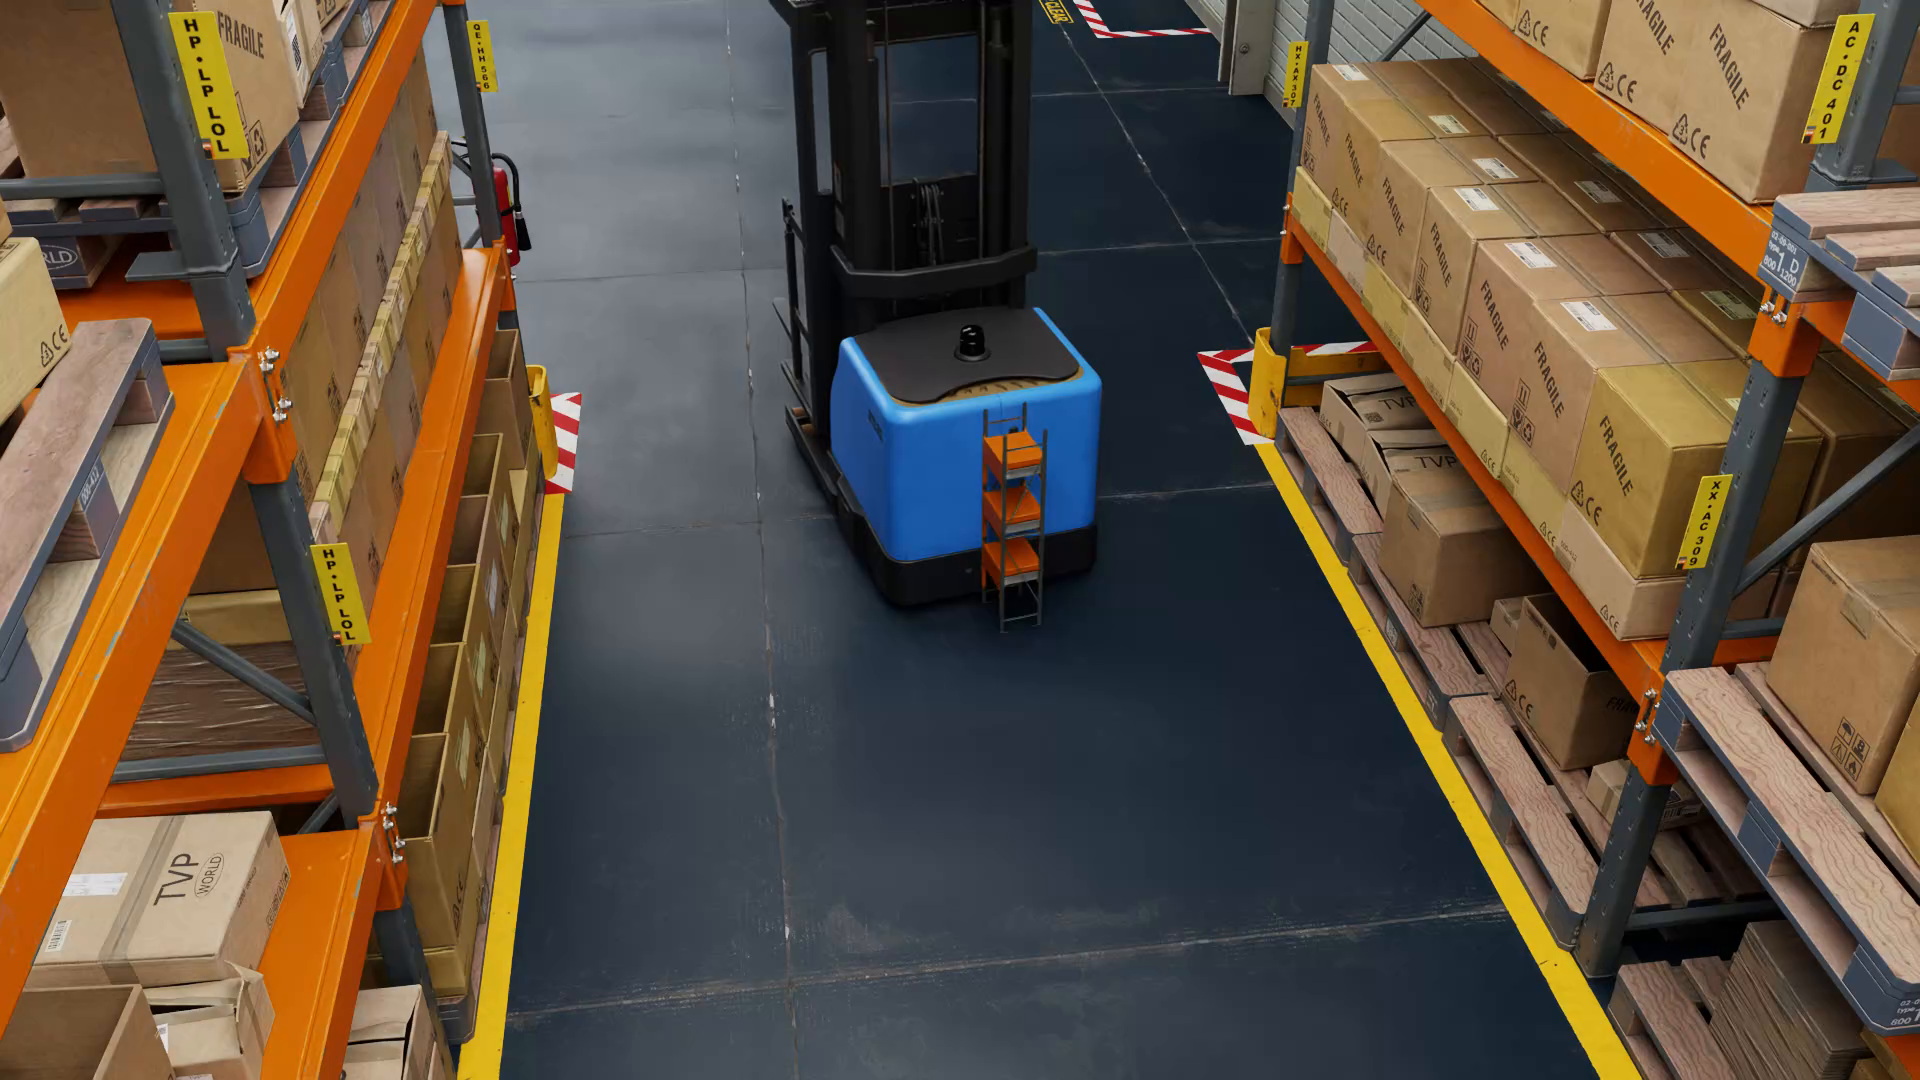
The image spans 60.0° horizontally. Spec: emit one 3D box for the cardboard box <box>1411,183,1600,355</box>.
[{"bbox_3d":[2.157,-1.085,6.628,0.500,0.500,0.500,-3,34,-5],"label":"cardboard box"}]

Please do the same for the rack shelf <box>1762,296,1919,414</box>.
[{"bbox_3d":[2.996,0.436,2.922,1.077,0.370,4.000,-4,35,-6],"label":"rack shelf"}]

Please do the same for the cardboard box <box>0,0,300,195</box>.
[{"bbox_3d":[-1.987,-1.174,4.060,0.500,0.500,0.500,-2,34,-2],"label":"cardboard box"}]

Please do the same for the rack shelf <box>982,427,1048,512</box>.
[{"bbox_3d":[0.238,-0.311,7.289,0.215,0.259,0.240,-11,36,-16],"label":"rack shelf"}]

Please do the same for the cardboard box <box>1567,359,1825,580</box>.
[{"bbox_3d":[2.357,-0.235,5.380,0.500,0.500,0.500,-4,35,-6],"label":"cardboard box"}]

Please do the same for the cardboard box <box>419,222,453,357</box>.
[{"bbox_3d":[-2.593,-1.080,7.083,0.700,0.500,0.500,-4,34,-5],"label":"cardboard box"}]

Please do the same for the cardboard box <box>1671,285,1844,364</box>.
[{"bbox_3d":[2.805,-0.561,5.860,0.500,0.500,0.500,-5,35,-7],"label":"cardboard box"}]

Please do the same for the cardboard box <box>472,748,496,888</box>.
[{"bbox_3d":[-2.005,1.041,6.128,0.500,0.250,0.500,-4,35,-6],"label":"cardboard box"}]

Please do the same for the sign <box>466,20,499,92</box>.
[{"bbox_3d":[-2.179,-2.203,7.580,0.100,0.325,0.005,-4,35,-6],"label":"sign"}]

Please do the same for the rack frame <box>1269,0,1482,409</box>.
[{"bbox_3d":[2.189,-1.970,8.478,1.000,3.000,0.127,-4,35,-6],"label":"rack frame"}]

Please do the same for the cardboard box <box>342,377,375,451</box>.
[{"bbox_3d":[-2.164,-0.405,5.516,0.380,0.149,0.250,-5,35,-8],"label":"cardboard box"}]

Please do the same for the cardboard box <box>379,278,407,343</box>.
[{"bbox_3d":[-2.268,-0.838,6.152,0.380,0.149,0.250,-5,35,-7],"label":"cardboard box"}]

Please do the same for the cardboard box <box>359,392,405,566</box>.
[{"bbox_3d":[-2.388,-0.223,5.825,0.700,0.500,0.500,-4,34,-6],"label":"cardboard box"}]

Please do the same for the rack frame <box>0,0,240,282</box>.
[{"bbox_3d":[-2.181,-1.840,2.959,1.000,3.000,0.127,-4,35,-6],"label":"rack frame"}]

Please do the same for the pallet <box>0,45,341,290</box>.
[{"bbox_3d":[-2.321,-1.038,4.524,1.003,0.211,1.213,-4,35,-6],"label":"pallet"}]

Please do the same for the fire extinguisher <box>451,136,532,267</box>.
[{"bbox_3d":[-2.275,-1.662,8.094,0.296,0.674,0.183,-4,35,-6],"label":"fire extinguisher"}]

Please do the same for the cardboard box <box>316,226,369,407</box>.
[{"bbox_3d":[-2.383,-0.747,5.441,0.700,0.500,0.500,-4,35,-6],"label":"cardboard box"}]

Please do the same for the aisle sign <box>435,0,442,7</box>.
[{"bbox_3d":[-2.437,-2.726,7.278,0.394,0.787,0.004,-4,35,-6],"label":"aisle sign"}]

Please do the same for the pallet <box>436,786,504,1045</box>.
[{"bbox_3d":[-2.246,1.344,6.090,1.003,0.211,1.213,-4,35,-6],"label":"pallet"}]

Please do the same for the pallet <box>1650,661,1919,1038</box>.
[{"bbox_3d":[2.686,0.779,4.614,1.003,0.211,1.213,-4,35,-6],"label":"pallet"}]

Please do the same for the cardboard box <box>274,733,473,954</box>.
[{"bbox_3d":[-1.933,1.009,5.508,0.500,0.500,0.500,-4,35,-6],"label":"cardboard box"}]

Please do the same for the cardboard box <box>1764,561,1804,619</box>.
[{"bbox_3d":[2.876,0.037,5.647,0.500,0.250,0.500,-4,34,-6],"label":"cardboard box"}]

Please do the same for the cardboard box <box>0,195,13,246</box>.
[{"bbox_3d":[-2.137,-0.675,3.007,0.500,0.500,0.500,-4,34,-6],"label":"cardboard box"}]

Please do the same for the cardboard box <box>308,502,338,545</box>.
[{"bbox_3d":[-2.059,0.025,4.885,0.380,0.149,0.250,-4,34,-6],"label":"cardboard box"}]

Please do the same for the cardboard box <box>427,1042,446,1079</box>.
[{"bbox_3d":[-1.838,1.811,4.997,0.500,0.250,0.500,-5,35,-7],"label":"cardboard box"}]

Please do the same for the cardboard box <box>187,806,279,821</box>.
[{"bbox_3d":[-2.516,0.770,5.860,0.500,0.500,0.500,-4,35,-6],"label":"cardboard box"}]

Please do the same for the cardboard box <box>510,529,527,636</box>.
[{"bbox_3d":[-2.206,0.204,7.356,0.500,0.250,0.500,-4,35,-6],"label":"cardboard box"}]

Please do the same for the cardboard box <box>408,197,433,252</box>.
[{"bbox_3d":[-2.376,-1.274,6.792,0.380,0.149,0.250,-4,34,-6],"label":"cardboard box"}]

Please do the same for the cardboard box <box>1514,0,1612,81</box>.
[{"bbox_3d":[2.247,-1.880,5.575,0.500,0.500,0.500,-6,35,-8],"label":"cardboard box"}]

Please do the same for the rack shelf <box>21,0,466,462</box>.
[{"bbox_3d":[-2.450,-1.419,5.644,1.077,0.370,4.000,-4,35,-6],"label":"rack shelf"}]

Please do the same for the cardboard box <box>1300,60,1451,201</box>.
[{"bbox_3d":[1.956,-1.937,7.879,0.500,0.500,0.500,-4,35,-6],"label":"cardboard box"}]

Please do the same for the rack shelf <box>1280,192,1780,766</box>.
[{"bbox_3d":[2.458,-0.557,7.042,1.077,0.370,4.000,-4,35,-6],"label":"rack shelf"}]

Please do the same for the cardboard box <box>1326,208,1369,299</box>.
[{"bbox_3d":[2.024,-1.331,7.656,0.500,0.250,0.500,-5,35,-8],"label":"cardboard box"}]

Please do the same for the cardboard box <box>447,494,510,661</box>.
[{"bbox_3d":[-2.137,0.173,6.736,0.500,0.500,0.500,-4,35,-6],"label":"cardboard box"}]

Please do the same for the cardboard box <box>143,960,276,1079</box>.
[{"bbox_3d":[-1.881,1.171,3.987,0.396,0.266,0.258,-5,35,-8],"label":"cardboard box"}]

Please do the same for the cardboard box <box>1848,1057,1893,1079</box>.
[{"bbox_3d":[2.962,1.807,4.764,0.700,0.500,0.500,-5,35,-7],"label":"cardboard box"}]

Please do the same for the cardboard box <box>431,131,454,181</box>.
[{"bbox_3d":[-2.479,-1.704,7.421,0.380,0.149,0.250,-5,35,-7],"label":"cardboard box"}]

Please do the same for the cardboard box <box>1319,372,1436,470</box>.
[{"bbox_3d":[2.193,-0.648,8.534,0.500,0.311,0.500,-8,35,-12],"label":"cardboard box"}]

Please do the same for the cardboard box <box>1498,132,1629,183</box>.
[{"bbox_3d":[2.595,-1.410,7.104,0.500,0.500,0.500,-5,35,-8],"label":"cardboard box"}]

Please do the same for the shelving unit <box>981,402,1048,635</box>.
[{"bbox_3d":[0.238,-0.085,7.443,0.215,1.050,0.252,-11,36,-16],"label":"shelving unit"}]

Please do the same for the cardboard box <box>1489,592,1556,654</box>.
[{"bbox_3d":[2.532,0.364,7.193,0.380,0.149,0.250,-7,35,-10],"label":"cardboard box"}]

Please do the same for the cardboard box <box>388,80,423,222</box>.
[{"bbox_3d":[-2.586,-1.586,6.673,0.700,0.500,0.500,-5,35,-8],"label":"cardboard box"}]

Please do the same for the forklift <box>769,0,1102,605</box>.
[{"bbox_3d":[-0.310,-1.736,8.195,1.130,2.935,3.031,-11,36,-16],"label":"forklift"}]

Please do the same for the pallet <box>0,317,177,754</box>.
[{"bbox_3d":[-2.050,-0.030,3.137,0.805,0.209,1.217,-6,35,-8],"label":"pallet"}]

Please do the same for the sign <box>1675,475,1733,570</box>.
[{"bbox_3d":[2.191,-0.050,4.892,0.100,0.325,0.005,-4,35,-6],"label":"sign"}]

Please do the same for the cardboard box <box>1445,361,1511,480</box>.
[{"bbox_3d":[2.221,-0.484,6.412,0.500,0.250,0.500,-5,35,-7],"label":"cardboard box"}]
